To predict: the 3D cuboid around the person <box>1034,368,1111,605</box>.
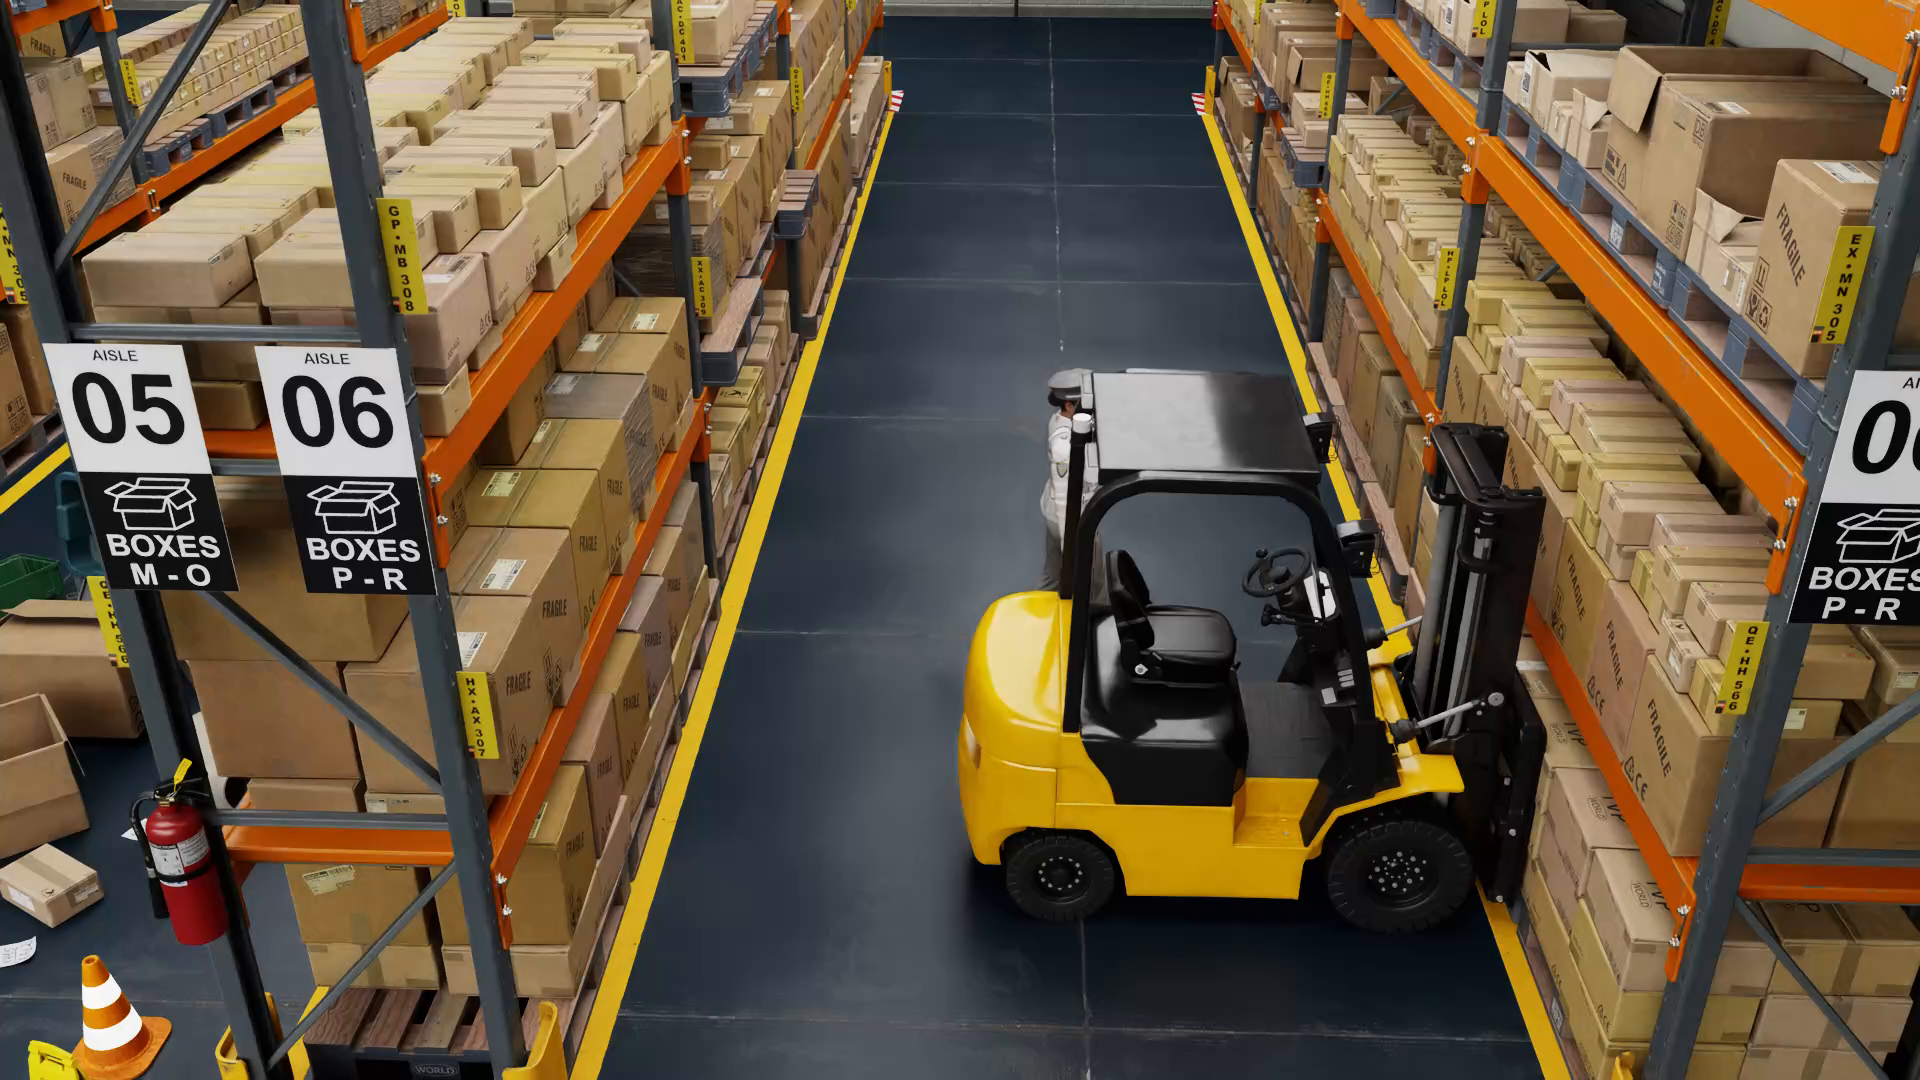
[{"bbox_3d":[0.712,-0.117,8.811,0.680,1.664,0.507,0,28,0],"label":"person"}]
